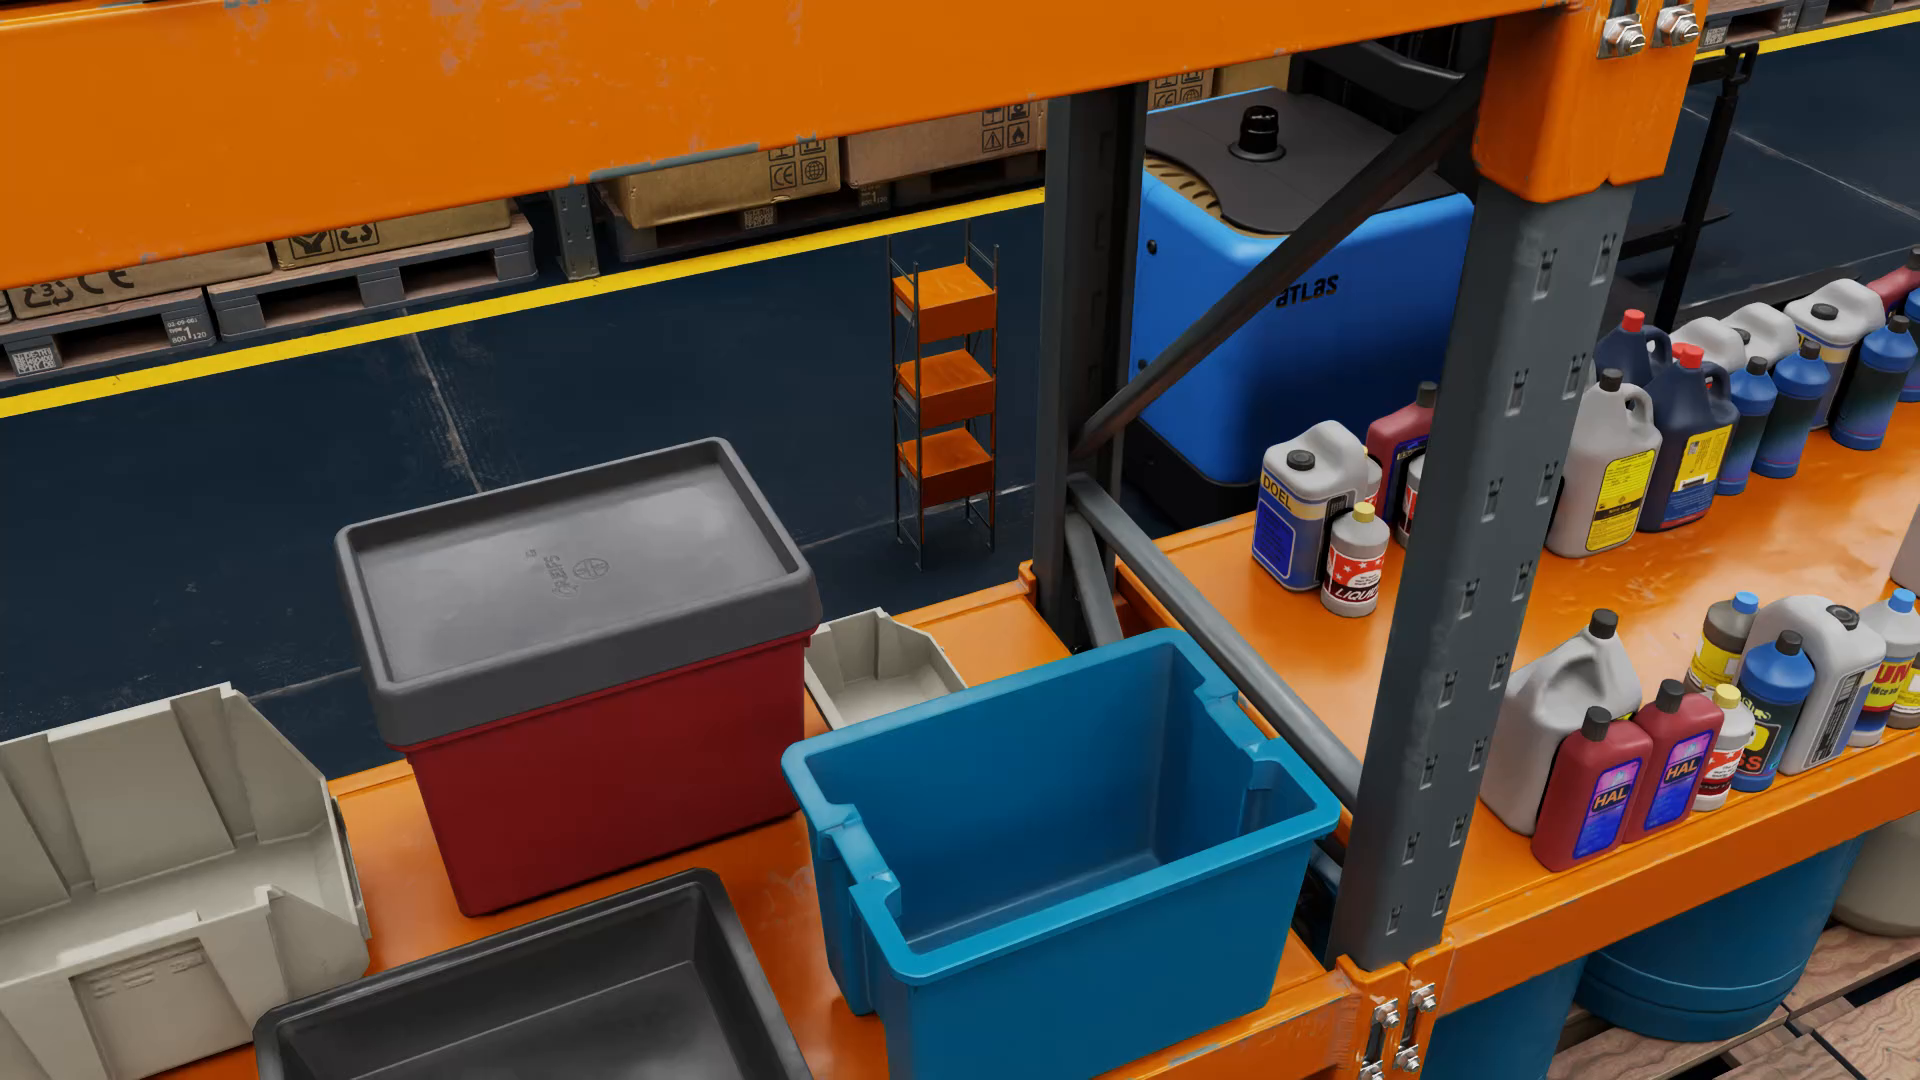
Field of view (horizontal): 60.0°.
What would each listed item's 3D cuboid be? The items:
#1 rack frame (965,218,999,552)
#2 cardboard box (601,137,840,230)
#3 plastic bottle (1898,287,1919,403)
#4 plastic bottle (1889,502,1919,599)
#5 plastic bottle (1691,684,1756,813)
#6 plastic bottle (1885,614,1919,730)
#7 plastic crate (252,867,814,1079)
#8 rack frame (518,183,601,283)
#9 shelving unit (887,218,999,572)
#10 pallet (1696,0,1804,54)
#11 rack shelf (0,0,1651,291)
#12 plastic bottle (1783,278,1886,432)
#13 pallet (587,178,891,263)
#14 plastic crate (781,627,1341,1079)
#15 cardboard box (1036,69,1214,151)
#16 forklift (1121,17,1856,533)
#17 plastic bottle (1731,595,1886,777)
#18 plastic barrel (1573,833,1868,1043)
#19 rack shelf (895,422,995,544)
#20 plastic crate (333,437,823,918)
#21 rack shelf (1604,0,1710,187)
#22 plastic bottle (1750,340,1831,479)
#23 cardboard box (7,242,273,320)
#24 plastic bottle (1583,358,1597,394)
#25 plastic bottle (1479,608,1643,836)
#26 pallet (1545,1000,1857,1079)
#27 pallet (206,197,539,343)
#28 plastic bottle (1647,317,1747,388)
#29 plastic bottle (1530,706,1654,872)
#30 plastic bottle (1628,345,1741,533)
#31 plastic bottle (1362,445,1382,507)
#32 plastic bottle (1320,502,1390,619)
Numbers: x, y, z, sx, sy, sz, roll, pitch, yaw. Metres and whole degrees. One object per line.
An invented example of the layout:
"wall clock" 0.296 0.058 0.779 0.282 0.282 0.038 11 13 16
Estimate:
"rack frame" 0.062 -0.439 4.961 0.008 1.050 0.200 -16 39 -20
"cardboard box" -1.141 -2.001 6.861 0.875 0.875 1.225 -15 39 -20
"plastic bottle" 1.971 -0.422 3.409 0.097 0.271 0.097 0 37 0
"plastic bottle" 1.747 -0.020 2.863 0.135 0.276 0.152 -16 39 -20
"plastic bottle" 1.124 0.302 2.491 0.097 0.201 0.097 0 37 0
"plastic bottle" 1.510 0.194 2.637 0.097 0.201 0.097 0 37 0
"plastic crate" -0.506 0.673 2.006 0.590 0.125 0.437 -16 39 -20
"rack frame" -1.711 -2.513 6.120 0.127 3.000 1.000 -16 39 -20
"shelving unit" -0.048 -0.408 4.919 0.252 1.050 0.215 -16 39 -20
"pallet" 3.720 -2.909 8.995 1.213 0.211 1.003 -16 39 -20
"rack shelf" -1.417 -0.251 1.157 4.000 0.370 1.077 -16 39 -20
"plastic bottle" 1.731 -0.379 3.347 0.135 0.276 0.152 -16 39 -20
"pallet" -1.045 -1.629 7.269 1.213 0.211 1.003 -16 39 -20
"plastic crate" 0.115 0.443 2.098 0.575 0.384 0.392 -16 39 -20
"cardboard box" 0.466 -2.456 7.474 0.875 0.875 1.225 -15 39 -20
"forklift" 1.847 -1.746 5.144 3.031 2.935 1.130 -17 40 -22
"plastic bottle" 1.305 0.204 2.562 0.135 0.276 0.152 -16 39 -20
"plastic barrel" 1.534 0.525 3.434 0.708 0.901 0.600 -16 39 -20
"rack shelf" -0.048 -0.176 5.091 0.240 0.259 0.215 -16 39 -20
"plastic crate" -0.522 0.199 2.360 0.583 0.464 0.402 -16 39 -20
"rack shelf" 2.204 -1.264 2.522 4.000 0.370 1.077 -16 39 -20
"plastic bottle" 1.591 -0.256 3.185 0.097 0.271 0.097 0 37 0
"cardboard box" -3.158 -1.476 6.154 0.875 0.875 0.875 -16 39 -20
"plastic bottle" 1.086 -0.231 3.085 0.185 0.351 0.144 -16 39 -20
"plastic bottle" 0.886 0.253 2.432 0.185 0.351 0.144 -16 39 -20
"pallet" 1.109 1.105 3.583 1.213 0.211 1.003 -16 39 -20
"pallet" -2.433 -1.243 6.748 1.213 0.211 1.003 -16 39 -20
"plastic bottle" 1.400 -0.286 3.222 0.135 0.276 0.152 -16 39 -20
"plastic bottle" 0.906 0.342 2.369 0.133 0.283 0.061 -16 39 -20
"plastic bottle" 1.315 -0.200 3.043 0.185 0.351 0.144 -16 39 -20
"plastic bottle" 0.706 -0.080 3.007 0.097 0.201 0.097 0 37 0
"plastic bottle" 0.682 0.026 2.863 0.097 0.201 0.097 0 37 0
